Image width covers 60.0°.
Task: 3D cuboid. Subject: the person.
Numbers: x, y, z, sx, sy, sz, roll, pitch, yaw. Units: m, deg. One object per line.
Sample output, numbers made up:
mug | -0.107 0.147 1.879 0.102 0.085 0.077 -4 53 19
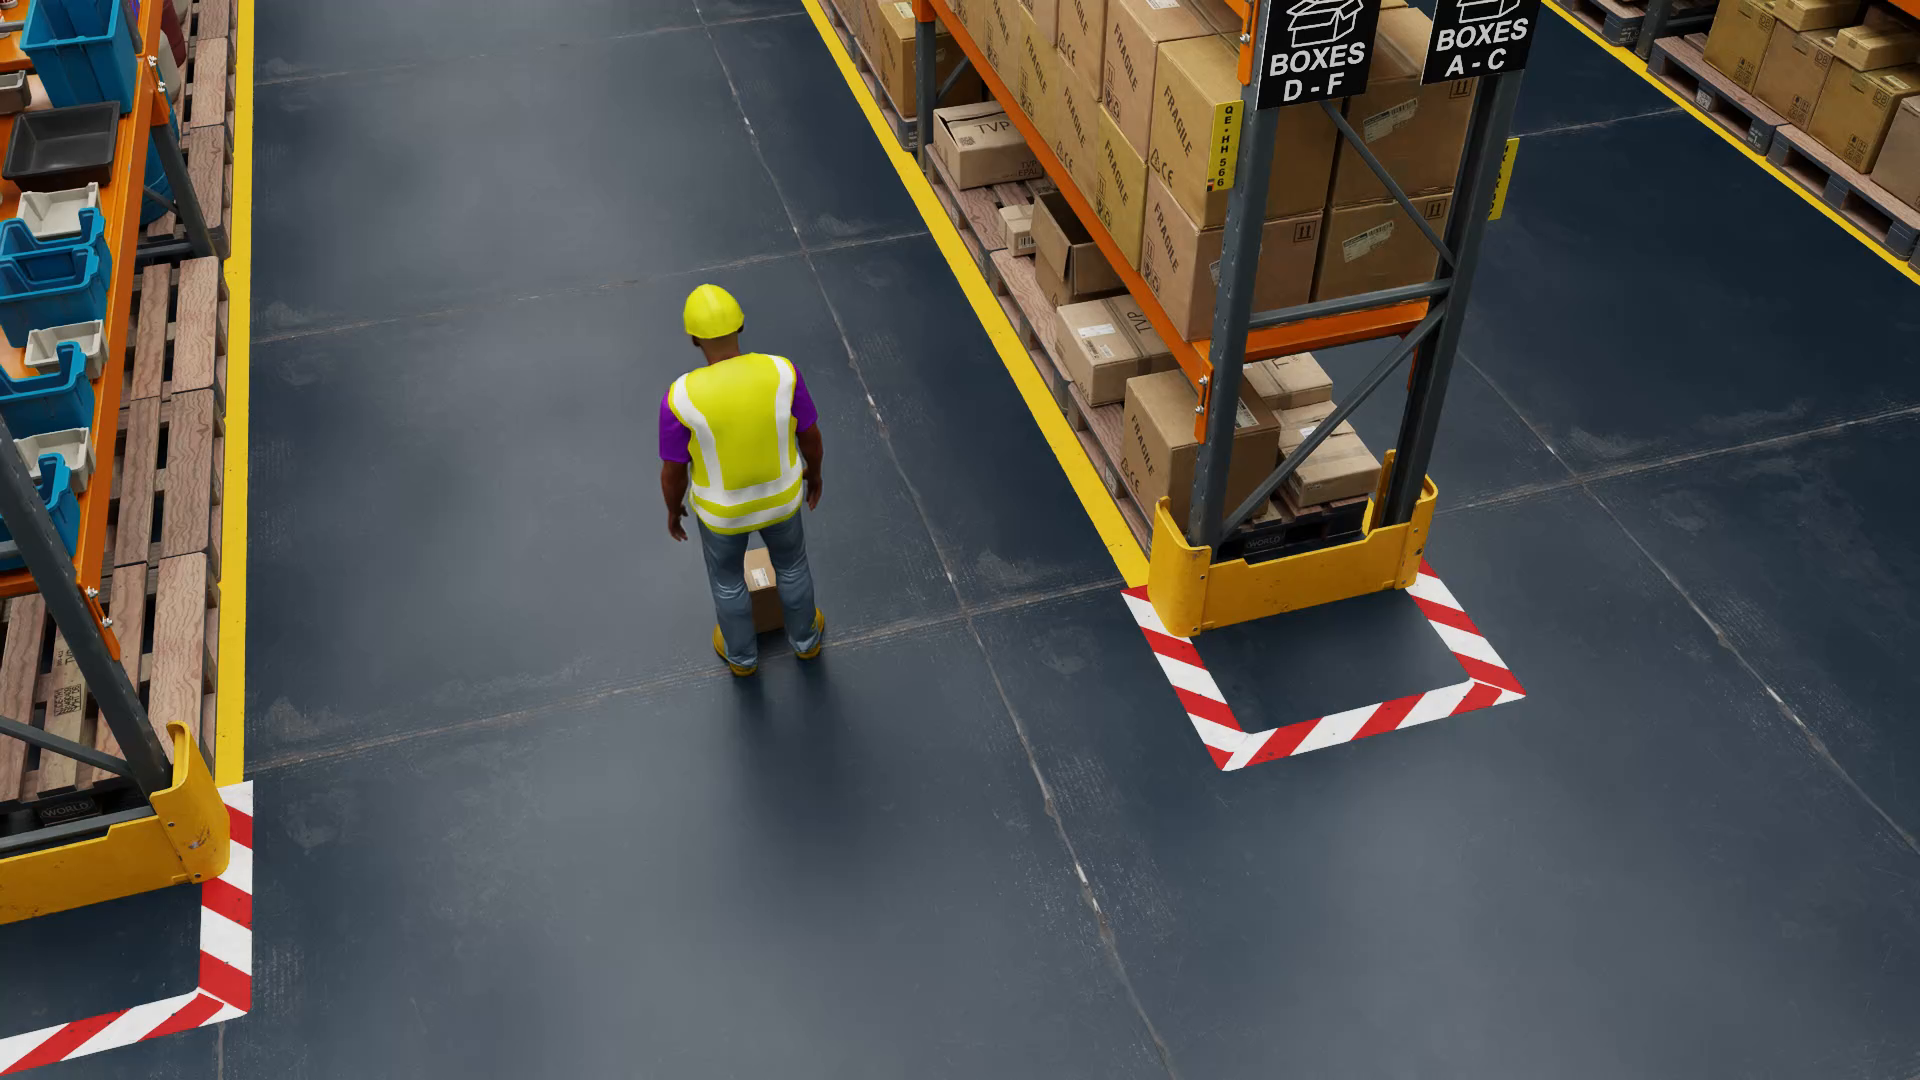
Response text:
person | -0.825 -0.189 6.358 0.629 1.759 0.460 -14 44 -15
